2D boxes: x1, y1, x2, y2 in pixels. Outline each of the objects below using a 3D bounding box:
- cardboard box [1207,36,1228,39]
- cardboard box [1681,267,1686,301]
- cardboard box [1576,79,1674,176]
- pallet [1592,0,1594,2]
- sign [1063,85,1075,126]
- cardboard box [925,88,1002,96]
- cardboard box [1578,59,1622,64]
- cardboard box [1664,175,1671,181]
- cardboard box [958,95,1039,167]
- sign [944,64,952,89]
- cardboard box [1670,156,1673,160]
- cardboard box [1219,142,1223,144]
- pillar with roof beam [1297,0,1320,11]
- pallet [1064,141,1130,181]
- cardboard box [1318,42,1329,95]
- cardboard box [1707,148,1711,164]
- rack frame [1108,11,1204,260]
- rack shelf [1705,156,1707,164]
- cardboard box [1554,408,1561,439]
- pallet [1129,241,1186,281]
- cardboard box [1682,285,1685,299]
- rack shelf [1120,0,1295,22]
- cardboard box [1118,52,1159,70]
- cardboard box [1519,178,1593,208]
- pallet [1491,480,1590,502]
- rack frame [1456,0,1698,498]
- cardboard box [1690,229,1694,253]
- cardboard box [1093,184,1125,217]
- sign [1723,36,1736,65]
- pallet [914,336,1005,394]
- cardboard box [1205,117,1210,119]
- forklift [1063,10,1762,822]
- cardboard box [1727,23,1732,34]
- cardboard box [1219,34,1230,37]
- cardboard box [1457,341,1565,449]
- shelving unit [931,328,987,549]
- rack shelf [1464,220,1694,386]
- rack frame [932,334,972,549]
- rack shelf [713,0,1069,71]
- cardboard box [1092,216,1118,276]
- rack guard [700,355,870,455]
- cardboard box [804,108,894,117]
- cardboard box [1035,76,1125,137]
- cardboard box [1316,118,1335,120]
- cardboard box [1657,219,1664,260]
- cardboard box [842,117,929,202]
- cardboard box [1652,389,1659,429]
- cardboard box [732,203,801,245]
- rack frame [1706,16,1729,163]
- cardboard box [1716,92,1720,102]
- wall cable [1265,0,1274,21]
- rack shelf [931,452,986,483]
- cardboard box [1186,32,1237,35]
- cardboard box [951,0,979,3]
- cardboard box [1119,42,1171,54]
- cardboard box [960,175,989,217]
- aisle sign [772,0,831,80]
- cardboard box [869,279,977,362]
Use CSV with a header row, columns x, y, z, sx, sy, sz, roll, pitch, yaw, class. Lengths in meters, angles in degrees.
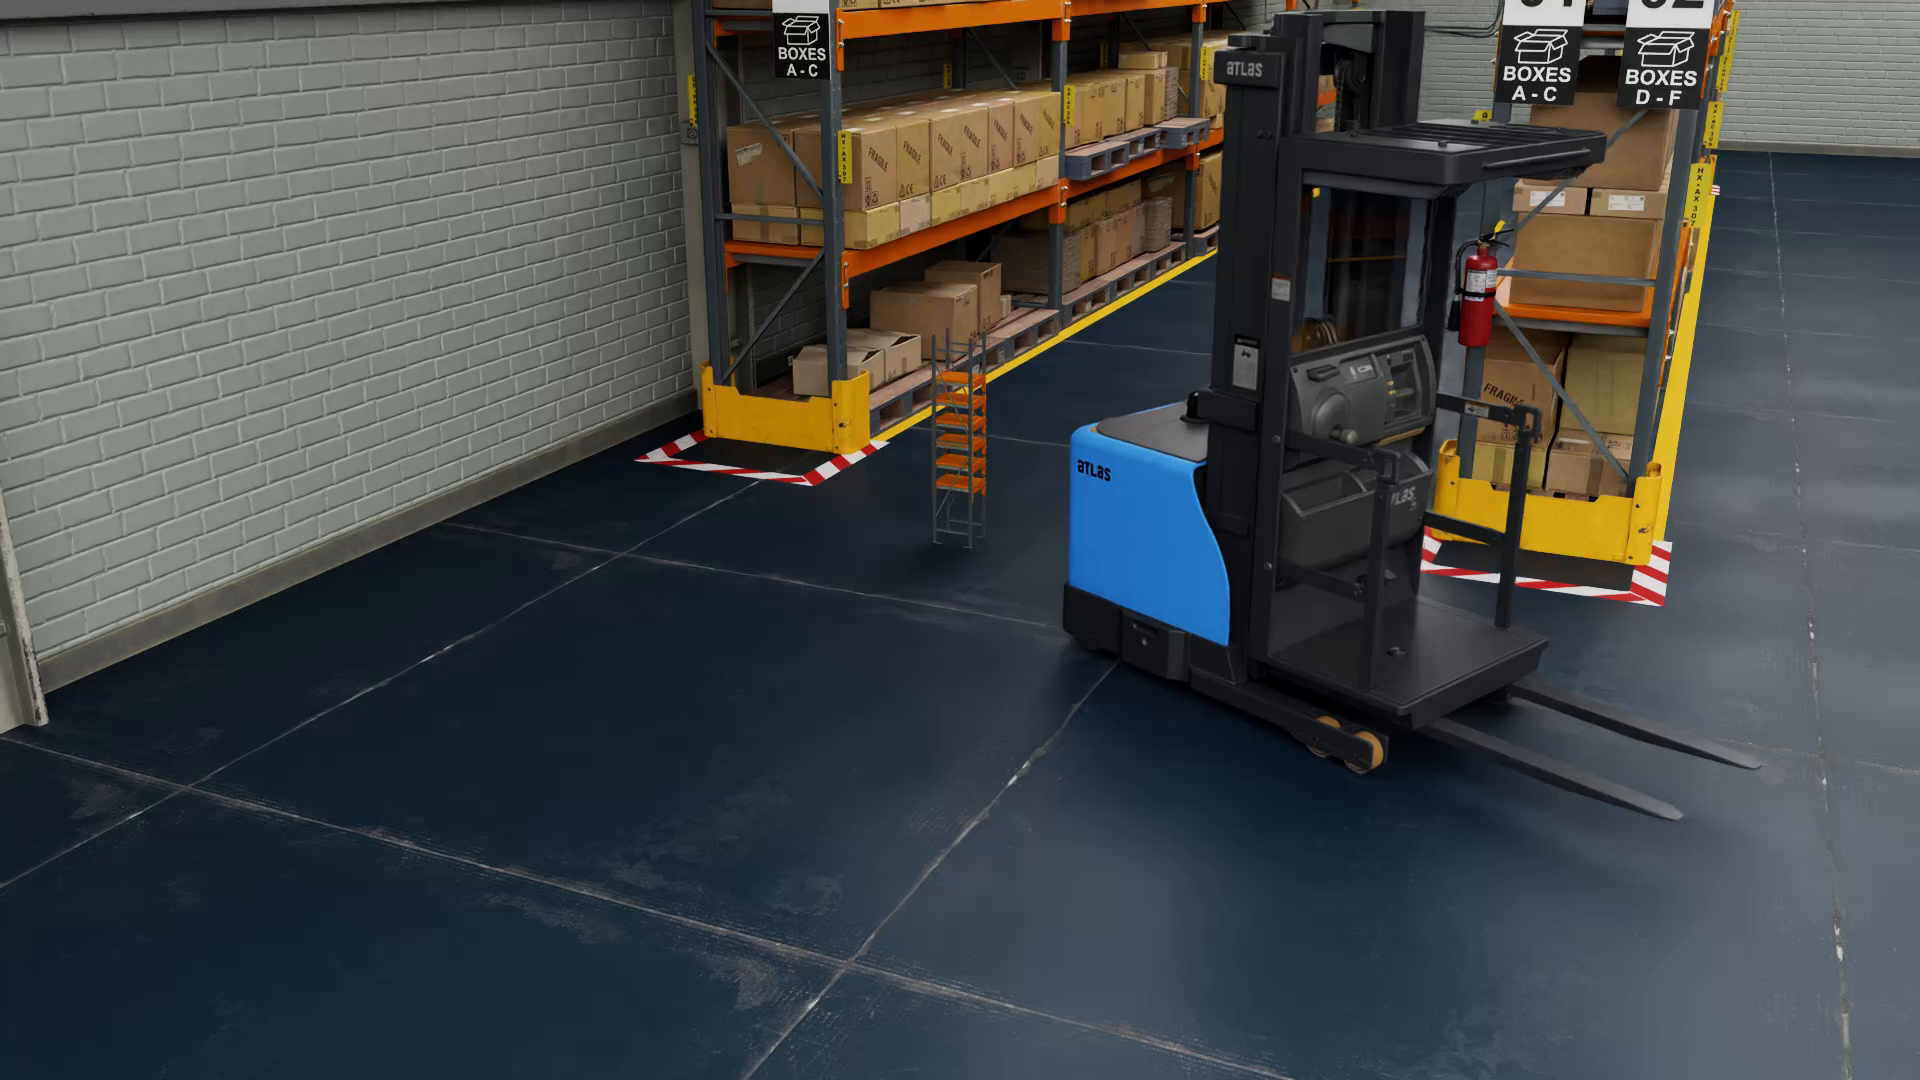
x,y,z,sx,sy,sz,roll,pitch,yaw,class
3.096,-5.658,19.160,0.500,0.250,0.500,8,21,22,cardboard box
5.751,-2.198,13.813,0.500,0.311,0.500,8,21,21,cardboard box
3.731,-2.383,9.607,0.700,0.500,0.500,8,21,21,cardboard box
5.283,-4.223,12.677,0.805,0.209,1.217,8,21,21,pallet
0.911,-3.643,13.944,0.100,0.325,0.005,9,21,23,sign
0.030,-3.484,13.865,0.500,0.500,0.500,8,21,21,cardboard box
4.552,-2.996,11.331,0.700,0.500,0.500,8,21,23,cardboard box
3.862,-2.006,9.516,0.380,0.149,0.250,9,21,23,cardboard box
0.302,-3.259,13.231,0.500,0.500,0.500,8,21,22,cardboard box
-0.095,-3.928,14.309,0.100,0.325,0.005,9,21,23,sign
4.283,-2.319,10.395,0.380,0.149,0.250,9,21,23,cardboard box
3.180,-4.449,20.084,0.750,0.750,0.750,9,22,24,cardboard box
9.571,-10.156,24.595,9.100,9.000,0.400,9,21,23,pillar with roof beam
0.859,-3.431,14.925,1.003,0.211,1.213,9,21,23,pallet
4.519,-6.504,22.833,0.980,0.700,0.700,7,21,20,cardboard box
9.850,-5.127,22.482,0.500,0.500,0.500,9,21,23,cardboard box
2.051,-4.530,17.730,1.000,3.000,0.127,9,21,23,rack frame
7.391,-4.124,17.662,1.077,0.370,4.000,9,21,23,rack shelf
3.440,-0.667,10.345,0.500,0.250,0.500,9,21,23,cardboard box
1.729,-2.978,17.526,1.003,0.211,1.213,9,21,23,pallet
6.162,-2.248,14.791,0.500,0.250,0.500,9,22,24,cardboard box
2.870,-6.216,19.067,1.077,0.370,4.000,9,21,23,rack shelf
1.819,-4.880,16.941,0.380,0.149,0.250,5,20,14,cardboard box
3.384,-1.982,9.448,0.380,0.149,0.250,9,22,24,cardboard box
3.571,-0.332,10.086,1.003,0.211,1.213,9,21,23,pallet
3.296,-1.406,8.946,1.000,3.000,0.127,9,21,23,rack frame
6.582,-2.824,15.573,0.500,0.311,0.500,9,22,24,cardboard box
1.307,-3.362,16.401,0.500,0.250,0.500,8,21,22,cardboard box
8.717,-5.545,18.855,0.100,0.325,0.005,9,21,23,sign
-0.328,-1.409,13.116,1.003,0.211,1.213,9,21,23,pallet
2.508,-4.566,18.176,0.380,0.149,0.250,9,21,23,cardboard box
1.840,-0.620,6.839,1.130,2.935,3.031,-16,25,-38,forklift
9.292,-6.171,20.702,0.500,0.500,0.500,9,22,24,cardboard box
3.304,-5.814,19.599,0.500,0.250,0.500,9,21,24,cardboard box
3.244,-0.866,9.786,0.500,0.500,0.500,9,21,23,cardboard box
-0.006,-0.561,9.255,0.258,1.200,0.189,9,21,23,shelving unit
4.115,-1.678,10.785,1.077,0.370,4.000,9,21,23,rack shelf
-0.043,-0.533,9.177,0.240,1.200,0.006,9,21,23,rack frame
-0.406,-3.770,12.191,1.077,0.370,4.000,9,21,23,rack shelf
1.111,-2.879,16.163,0.700,0.500,0.500,9,21,23,cardboard box
-1.194,-0.930,11.338,1.175,0.500,0.348,9,21,23,rack guard
-0.803,-2.861,12.112,0.500,0.500,0.500,8,21,21,cardboard box
1.129,-4.088,15.681,0.700,0.500,0.500,12,23,30,cardboard box
5.245,-6.009,24.026,0.380,0.149,0.250,8,21,22,cardboard box
4.130,-2.068,10.657,0.700,0.500,0.500,9,22,24,cardboard box
-0.544,-2.631,11.465,0.500,0.500,0.500,9,21,23,cardboard box
4.334,-0.900,11.000,0.500,0.250,0.500,9,21,23,cardboard box
-1.211,-2.193,11.352,0.500,0.250,0.500,9,21,23,cardboard box
8.210,-5.074,19.261,1.000,3.000,0.127,9,21,23,rack frame
8.667,-5.240,19.577,0.500,0.500,0.500,9,22,24,cardboard box
4.988,-7.976,25.902,0.084,1.984,1.851,9,21,23,wall cable
-0.006,-0.406,9.310,0.258,0.103,0.180,9,21,23,rack shelf
3.055,-6.037,20.226,0.500,0.250,0.500,9,21,23,cardboard box
-0.199,-4.108,11.886,0.500,0.500,0.500,10,22,26,cardboard box
2.000,-5.254,18.025,0.500,0.250,0.500,9,22,24,cardboard box
-0.113,-2.599,12.493,0.500,0.250,0.500,9,21,23,cardboard box
-0.981,-3.246,10.240,0.394,0.787,0.004,9,21,23,aisle sign
-0.280,-1.705,12.860,0.700,0.500,0.500,7,21,19,cardboard box
